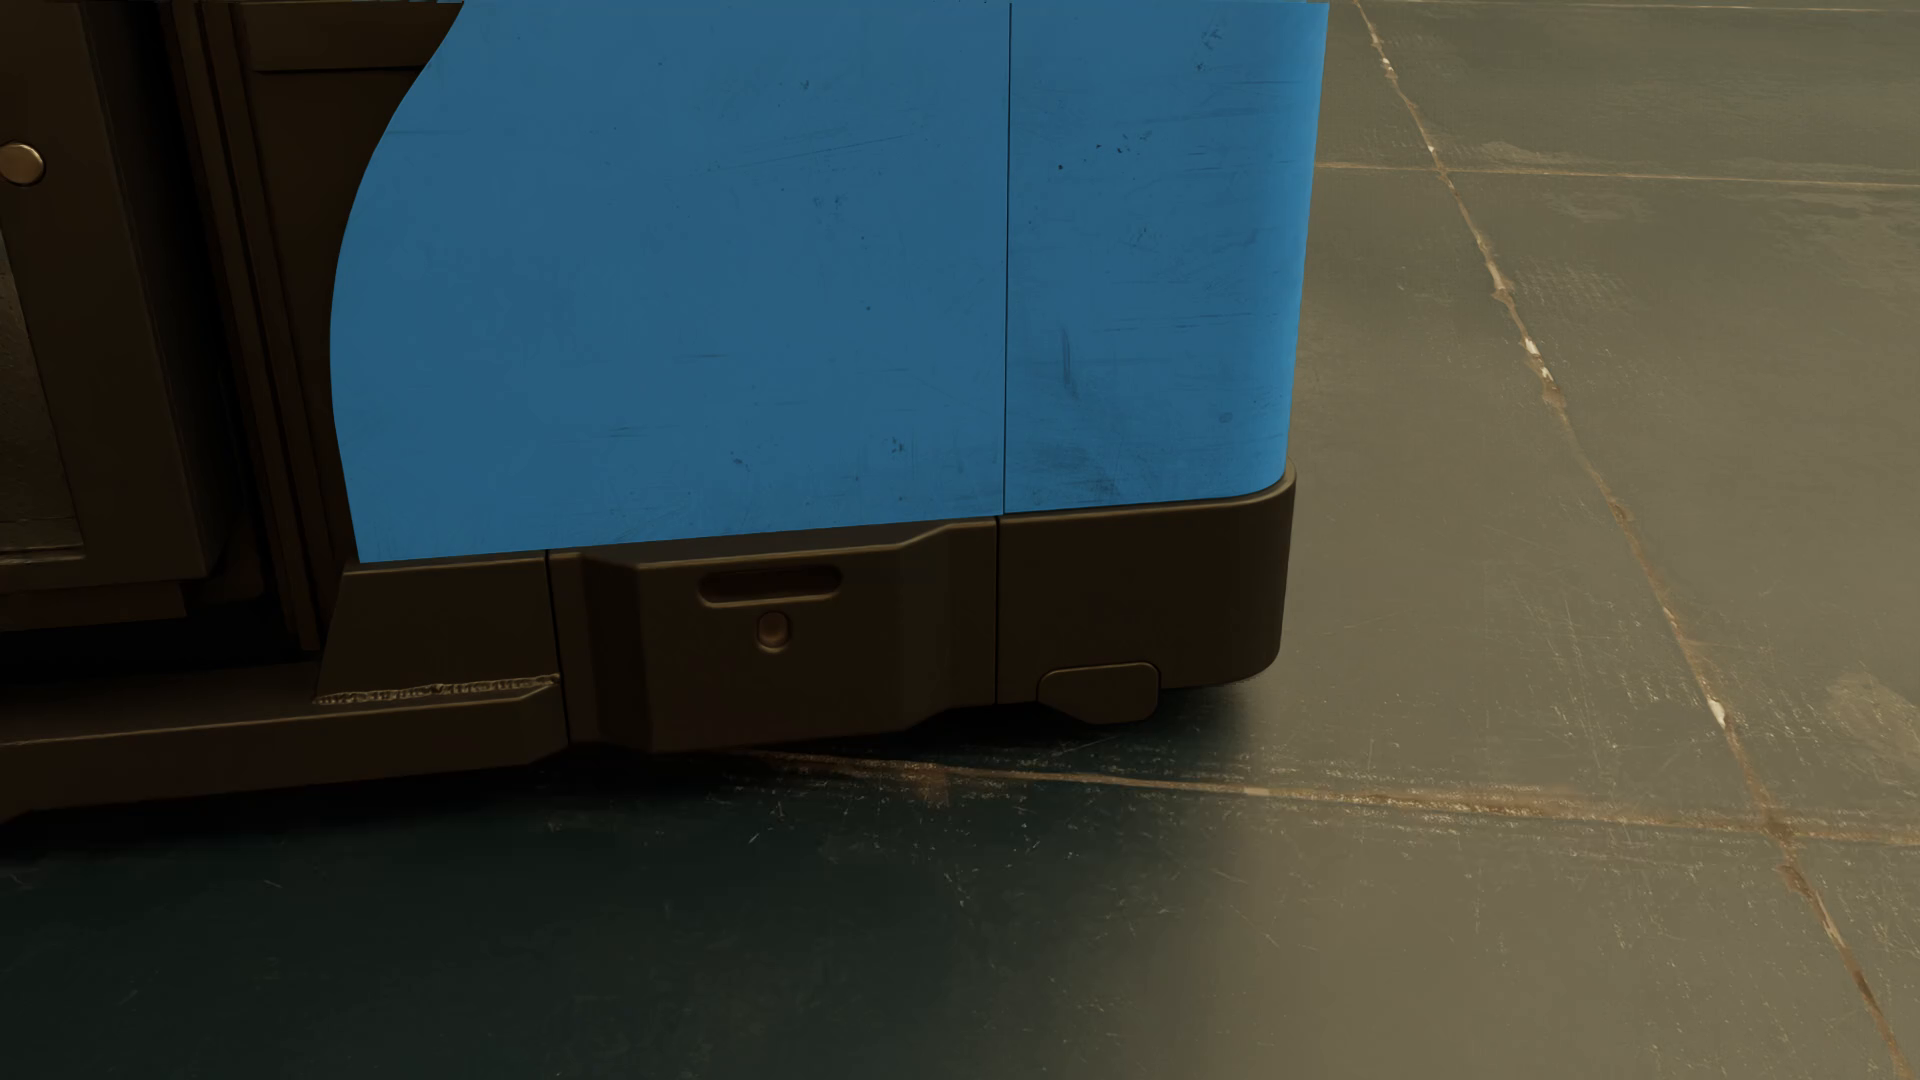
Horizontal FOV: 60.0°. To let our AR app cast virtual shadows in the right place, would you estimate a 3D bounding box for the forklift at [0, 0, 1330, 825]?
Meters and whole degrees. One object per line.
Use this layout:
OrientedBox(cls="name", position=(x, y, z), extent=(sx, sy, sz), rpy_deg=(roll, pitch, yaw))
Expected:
OrientedBox(cls="forklift", position=(-1.166, -1.198, 1.617), extent=(3.031, 2.935, 1.130), rpy_deg=(-4, 27, -9))
